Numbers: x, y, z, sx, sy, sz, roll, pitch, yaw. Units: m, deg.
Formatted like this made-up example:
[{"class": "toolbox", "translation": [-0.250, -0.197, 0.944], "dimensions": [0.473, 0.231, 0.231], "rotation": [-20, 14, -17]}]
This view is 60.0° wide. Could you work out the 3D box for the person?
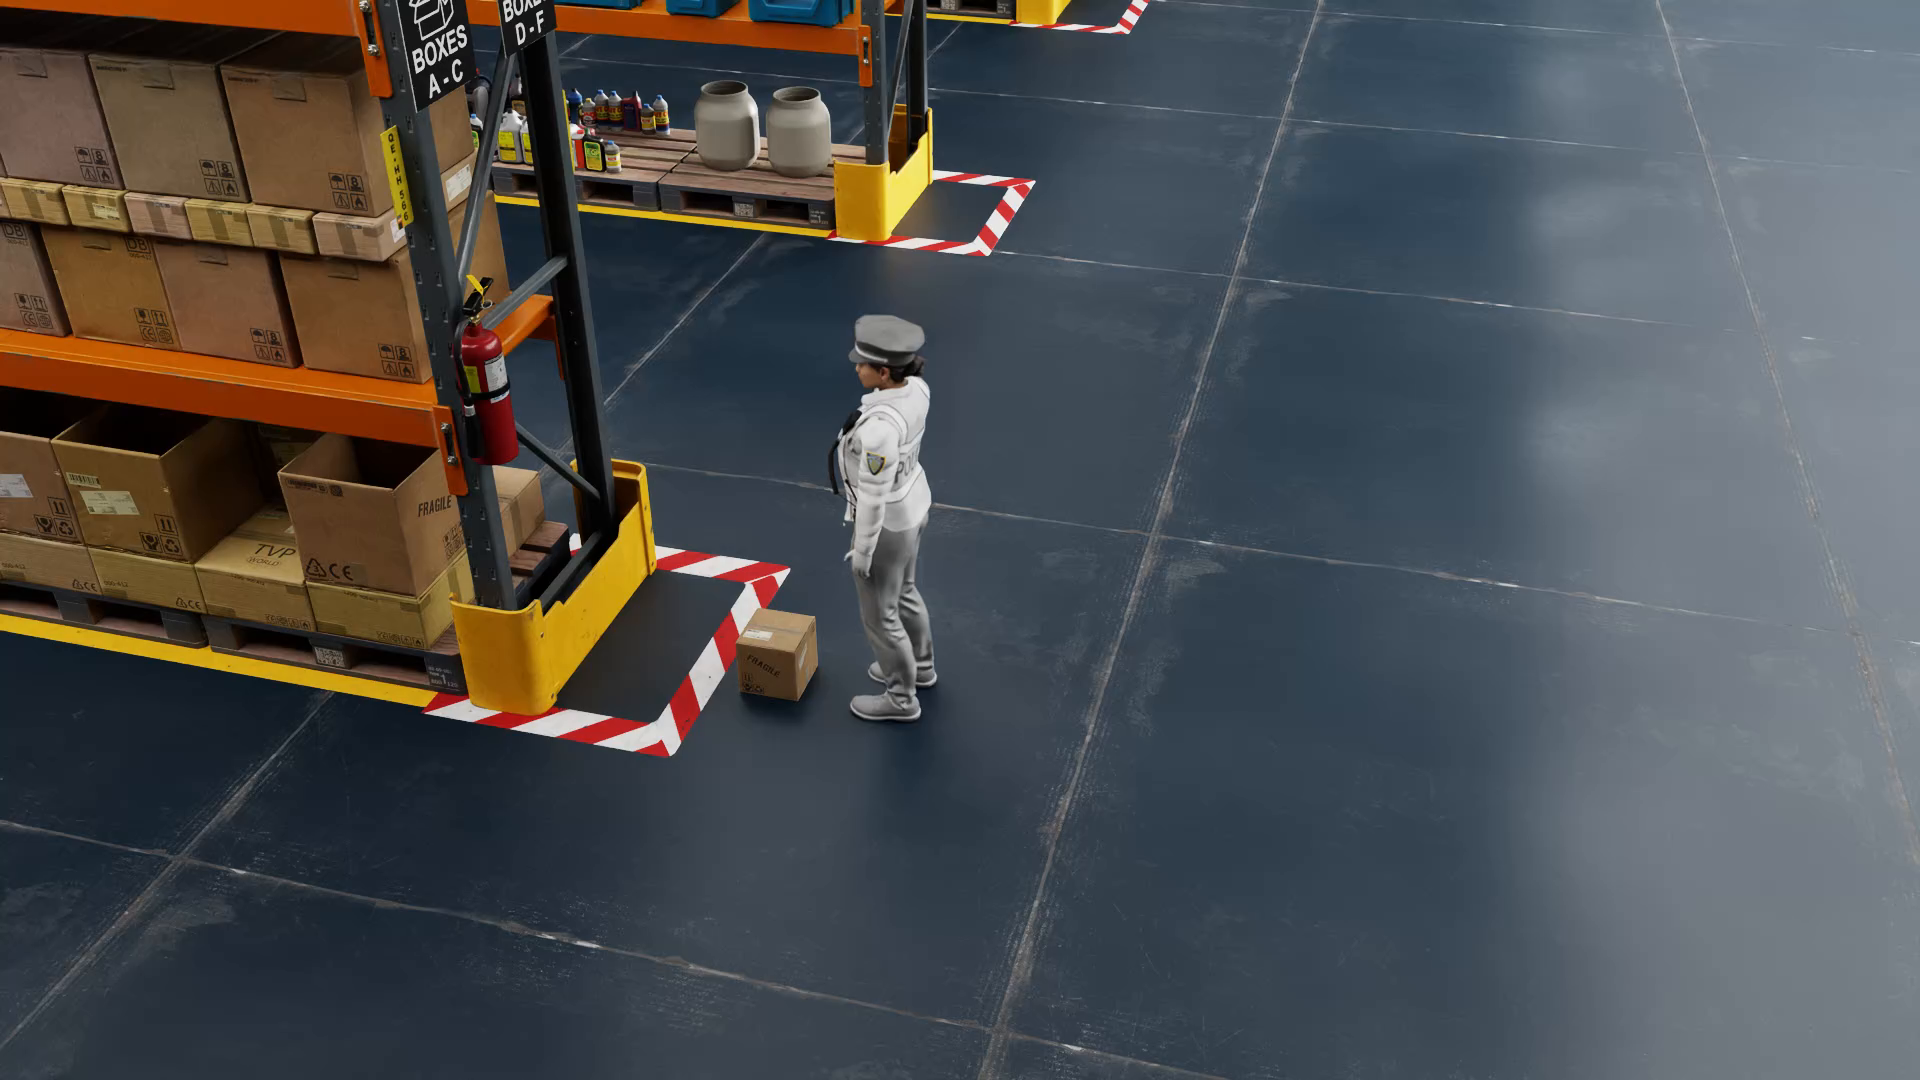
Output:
[{"class": "person", "translation": [-0.286, -0.057, 6.224], "dimensions": [0.329, 1.671, 0.468], "rotation": [9, 34, 13]}]
